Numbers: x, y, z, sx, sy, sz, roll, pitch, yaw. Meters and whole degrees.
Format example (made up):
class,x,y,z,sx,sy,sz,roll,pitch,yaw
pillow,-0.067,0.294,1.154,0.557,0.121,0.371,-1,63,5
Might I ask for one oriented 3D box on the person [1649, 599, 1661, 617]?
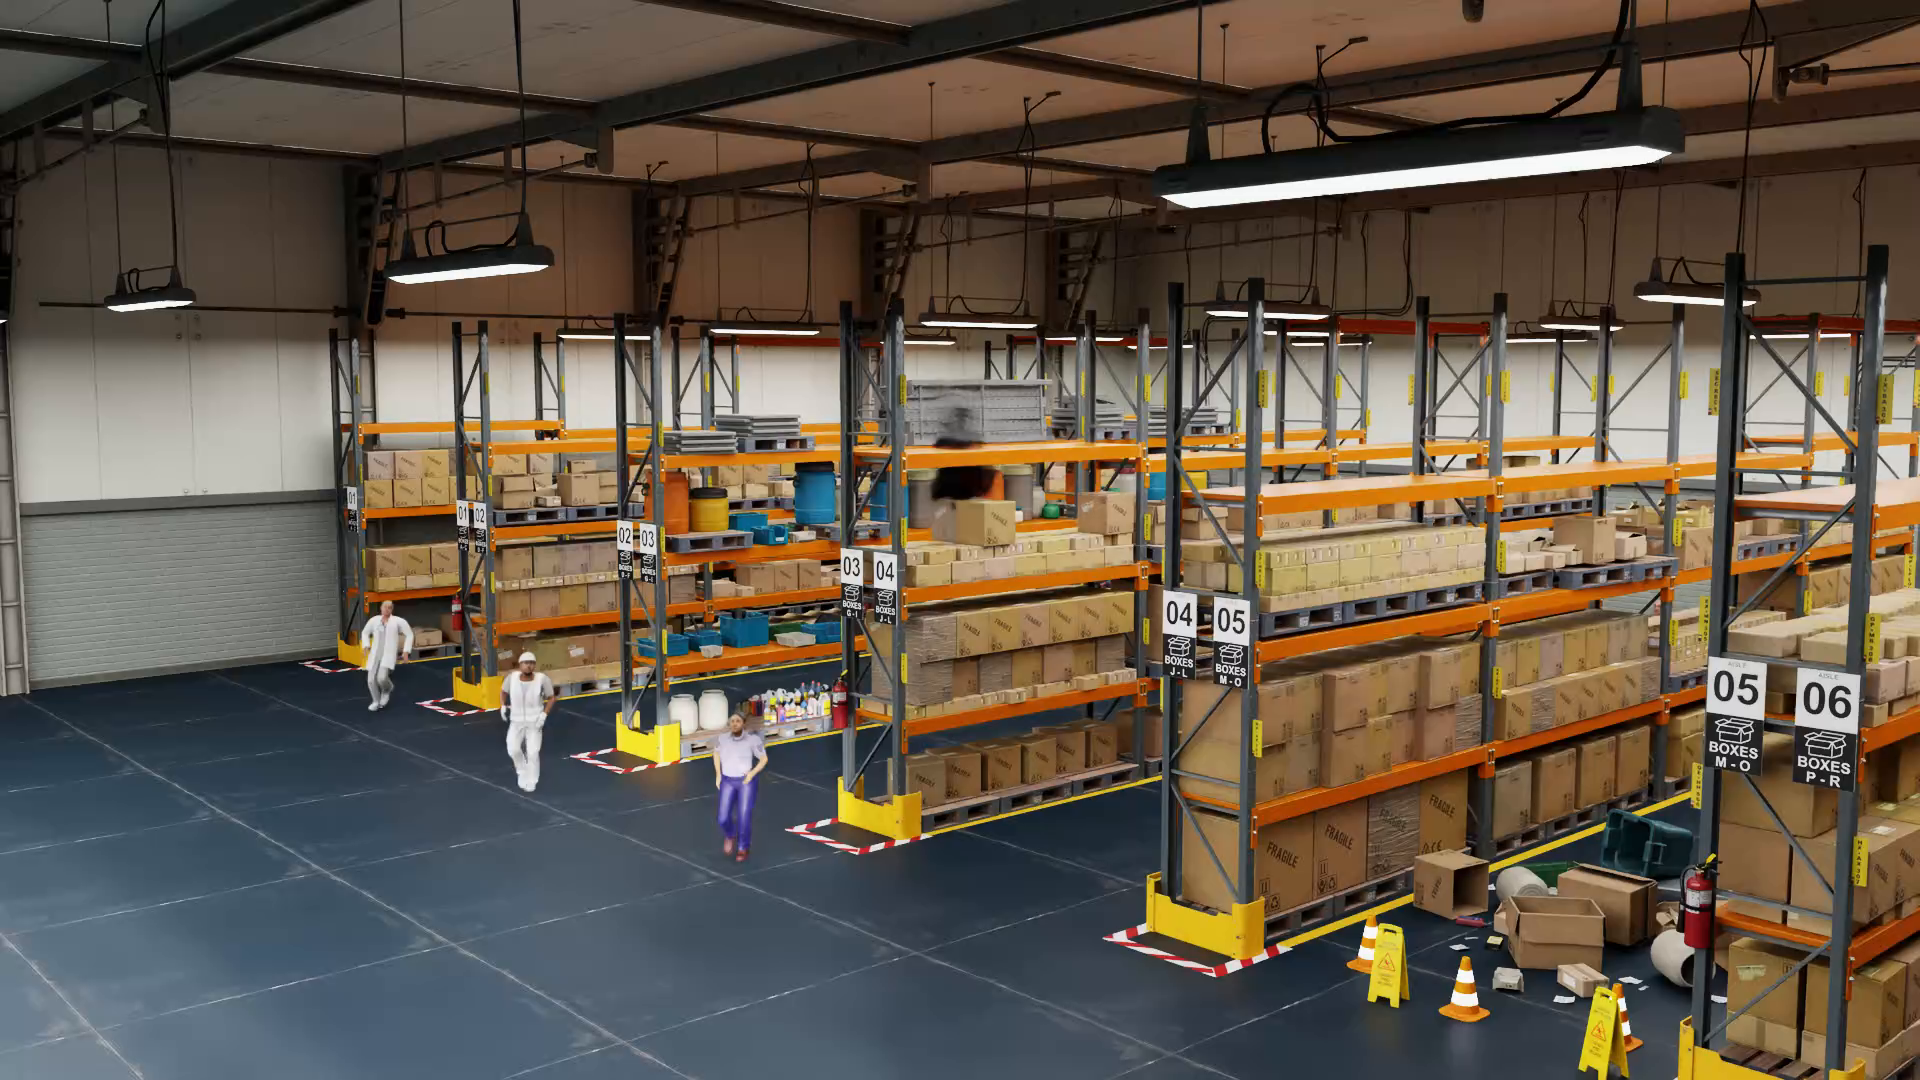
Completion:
class,x,y,z,sx,sy,sz,roll,pitch,yaw
person,10.542,1.772,25.085,1.032,1.797,0.686,-5,8,-42

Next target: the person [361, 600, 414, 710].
class,x,y,z,sx,sy,sz,roll,pitch,yaw
person,-8.868,1.785,25.610,0.768,1.704,0.566,0,6,4

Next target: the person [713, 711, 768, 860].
class,x,y,z,sx,sy,sz,roll,pitch,yaw
person,-2.359,2.619,17.695,0.615,1.614,0.536,0,6,4

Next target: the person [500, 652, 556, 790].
class,x,y,z,sx,sy,sz,roll,pitch,yaw
person,-5.383,2.260,20.626,0.708,1.740,0.550,0,6,-3
